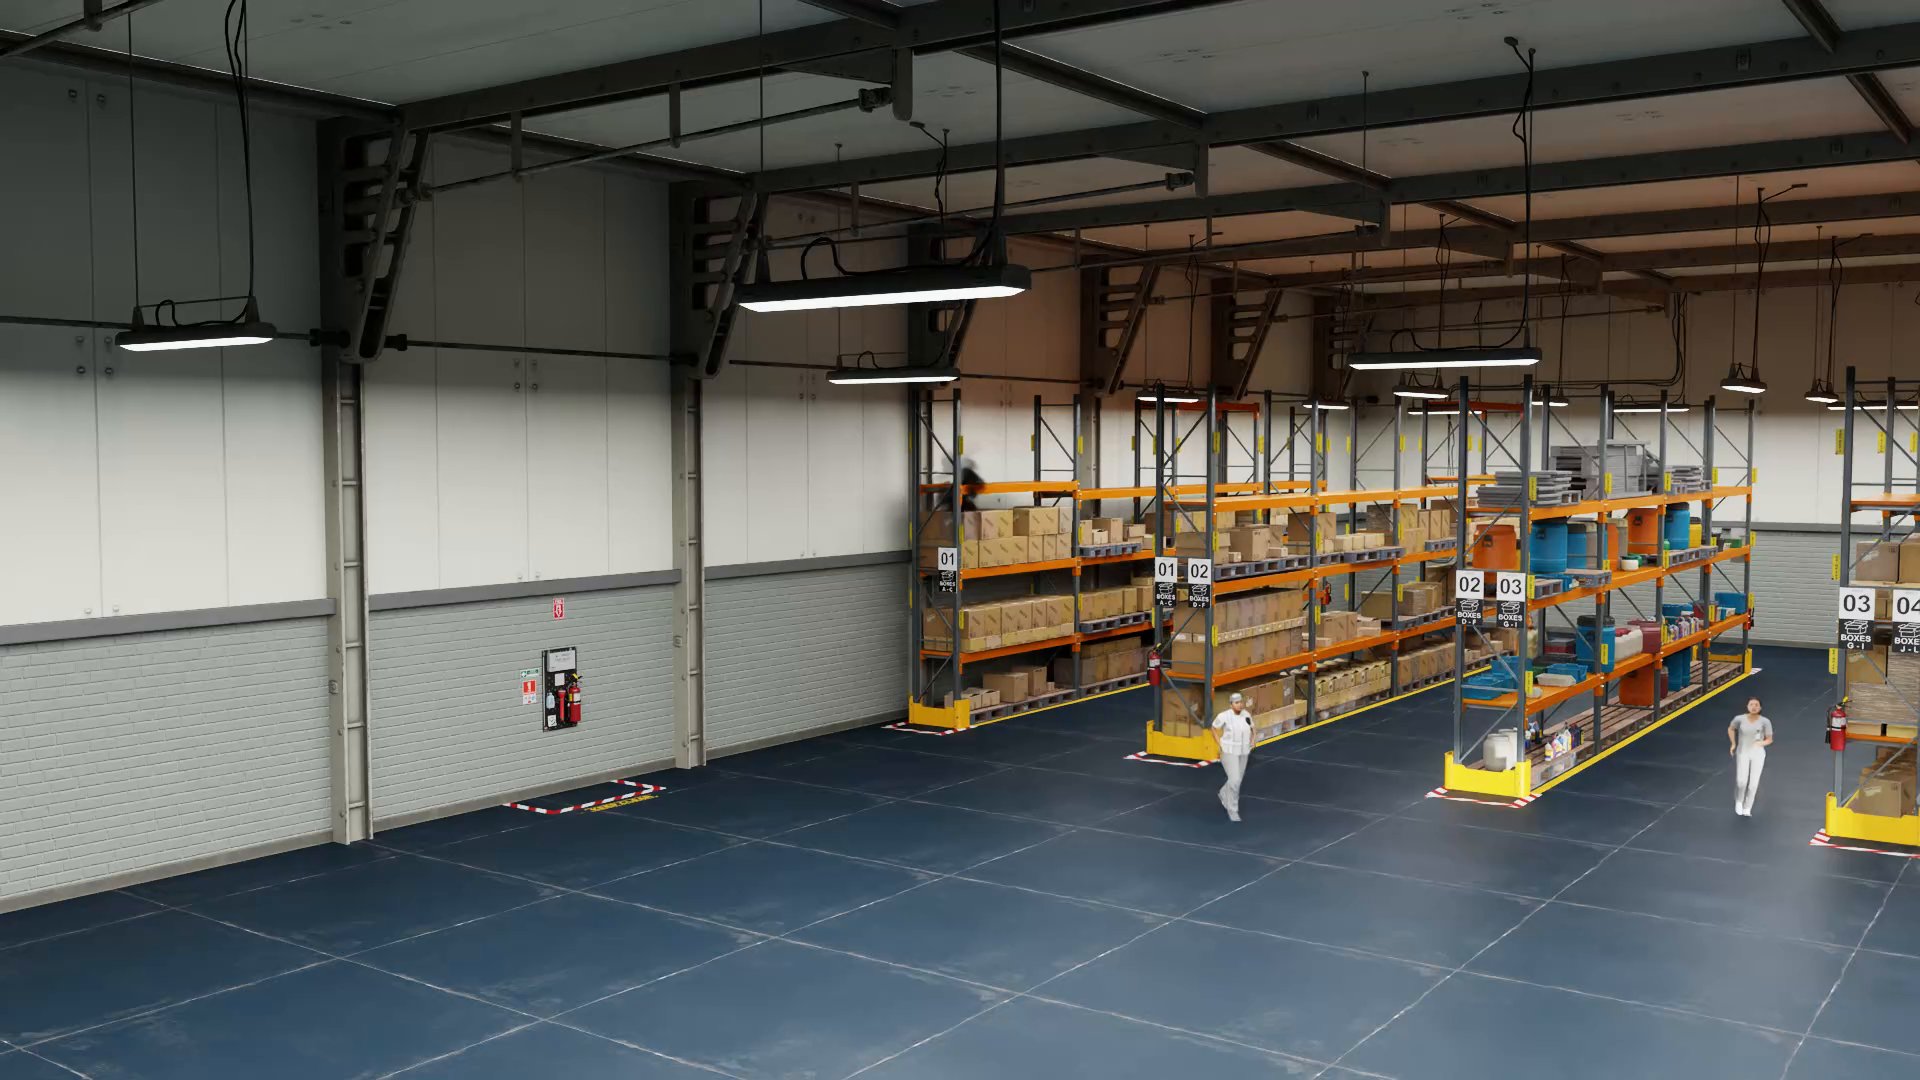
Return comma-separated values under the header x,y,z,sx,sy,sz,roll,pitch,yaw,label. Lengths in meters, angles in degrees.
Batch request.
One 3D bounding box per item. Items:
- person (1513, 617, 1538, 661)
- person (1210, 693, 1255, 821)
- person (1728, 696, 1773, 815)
x,y,z,sx,sy,sz,roll,pitch,yaw,label
11.124,2.318,32.630,0.590,1.640,0.807,2,4,26,person
3.685,2.911,22.470,0.612,1.736,0.721,-1,4,-24,person
10.589,2.902,22.292,0.544,1.622,0.607,1,4,24,person
